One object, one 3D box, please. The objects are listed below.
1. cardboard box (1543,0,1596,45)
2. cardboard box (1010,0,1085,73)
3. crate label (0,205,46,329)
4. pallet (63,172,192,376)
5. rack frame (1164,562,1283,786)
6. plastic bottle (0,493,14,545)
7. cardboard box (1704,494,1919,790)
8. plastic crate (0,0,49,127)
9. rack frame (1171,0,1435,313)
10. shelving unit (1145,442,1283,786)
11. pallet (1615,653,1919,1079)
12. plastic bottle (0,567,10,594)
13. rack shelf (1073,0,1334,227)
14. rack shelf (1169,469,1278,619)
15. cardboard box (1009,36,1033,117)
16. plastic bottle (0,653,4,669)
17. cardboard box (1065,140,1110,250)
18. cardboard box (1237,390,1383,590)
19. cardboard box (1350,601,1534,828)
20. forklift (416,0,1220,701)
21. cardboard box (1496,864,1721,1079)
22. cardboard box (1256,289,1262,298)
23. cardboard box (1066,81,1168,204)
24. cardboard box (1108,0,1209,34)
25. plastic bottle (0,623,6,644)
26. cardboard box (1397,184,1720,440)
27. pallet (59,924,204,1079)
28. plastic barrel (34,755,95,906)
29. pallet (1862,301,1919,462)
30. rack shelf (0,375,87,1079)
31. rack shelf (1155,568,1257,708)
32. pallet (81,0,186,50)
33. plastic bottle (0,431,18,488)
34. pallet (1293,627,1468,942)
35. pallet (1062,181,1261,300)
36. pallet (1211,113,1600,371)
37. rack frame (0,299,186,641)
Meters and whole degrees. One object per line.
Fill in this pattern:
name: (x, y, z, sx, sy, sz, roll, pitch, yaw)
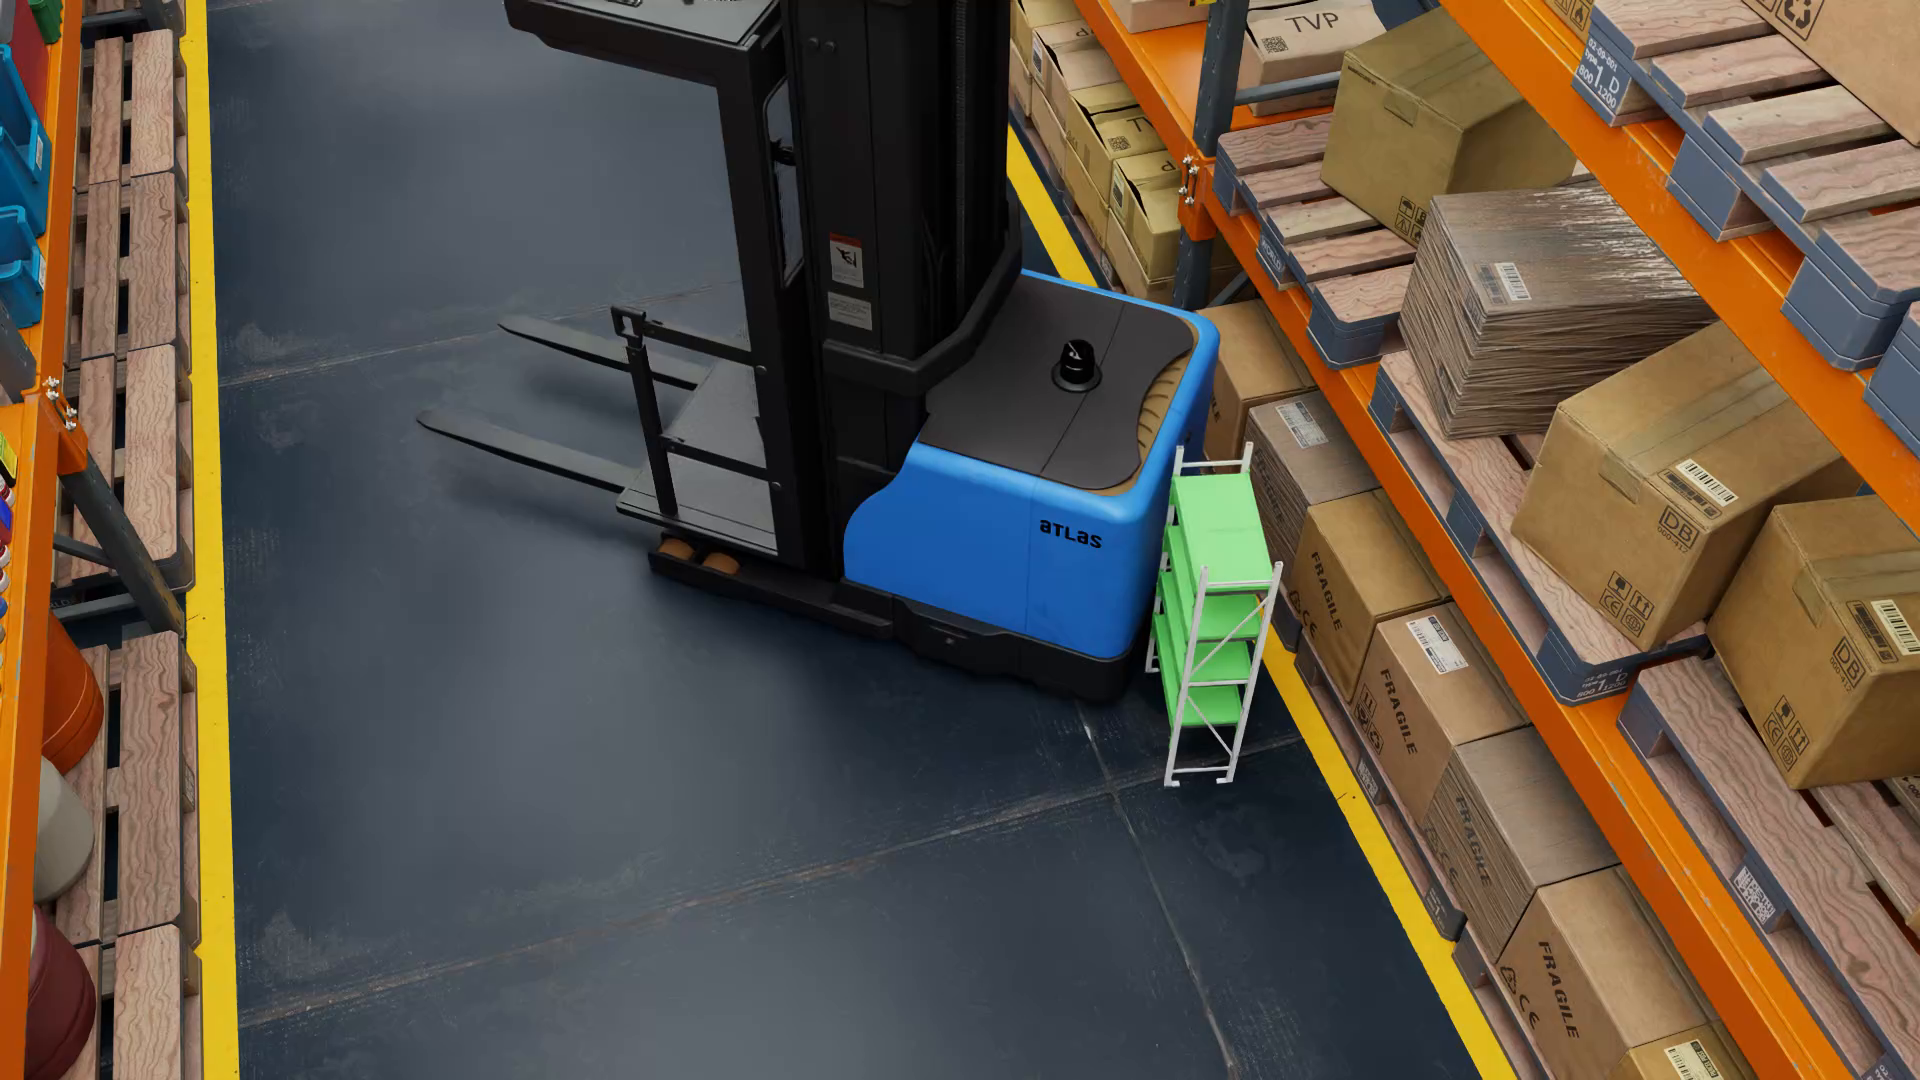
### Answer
cardboard box: (1.803, -1.579, 3.882, 0.910, 0.500, 0.500, -13, 51, -11)
cardboard box: (0.495, -2.514, 7.854, 0.500, 0.311, 0.500, -12, 51, -10)
crate label: (-3.162, -0.865, 5.416, 0.303, 0.233, 0.416, -13, 51, -11)
pallet: (-3.945, -1.091, 7.322, 1.003, 0.211, 1.213, -13, 51, -11)
rack frame: (0.834, 0.462, 5.365, 0.240, 1.200, 0.015, -3, 50, -2)
plastic bottle: (-2.800, -0.121, 4.756, 0.061, 0.283, 0.133, -13, 51, -11)
cardboard box: (2.330, 0.226, 4.047, 0.700, 0.500, 0.500, -6, 50, -5)
plastic crate: (-3.581, -1.796, 6.050, 0.402, 0.464, 0.583, -13, 51, -11)
rack frame: (1.337, -1.643, 5.963, 1.000, 3.000, 0.127, -13, 51, -11)
shelving unit: (0.817, 0.276, 5.522, 0.258, 1.200, 0.503, -3, 50, -2)
pallet: (2.388, 0.732, 4.086, 1.003, 0.211, 1.213, -13, 51, -11)
plastic bottle: (-2.755, 0.065, 4.653, 0.097, 0.201, 0.097, 0, 50, 0)
rack shelf: (0.746, -2.872, 7.470, 1.077, 0.370, 4.000, -13, 51, -11)
rack shelf: (0.817, 0.008, 5.204, 0.258, 0.148, 0.480, -3, 50, -2)
cardboard box: (0.492, -2.340, 8.074, 0.500, 0.250, 0.500, -12, 51, -10)
plastic bottle: (-2.668, 0.256, 4.446, 0.097, 0.271, 0.097, 0, 50, 0)
cardboard box: (0.793, -1.597, 7.448, 0.500, 0.250, 0.500, -14, 51, -11)
cardboard box: (1.359, -0.201, 6.095, 0.500, 0.500, 0.500, -15, 51, -12)
cardboard box: (1.662, 0.546, 5.464, 0.500, 0.500, 0.500, -15, 51, -12)
forklift: (-0.649, -1.095, 5.546, 3.031, 2.935, 1.130, 17, 52, 14)
cardboard box: (1.962, 1.283, 4.843, 0.500, 0.500, 0.500, -13, 51, -11)
cardboard box: (1.463, -1.341, 7.232, 0.500, 0.250, 0.500, -13, 51, -11)
cardboard box: (0.787, -1.778, 7.234, 0.500, 0.311, 0.500, -14, 51, -12)
cardboard box: (0.807, -2.157, 6.560, 0.380, 0.149, 0.250, -13, 51, -11)
plastic bottle: (-2.697, 0.207, 4.533, 0.097, 0.201, 0.097, 0, 50, 0)
cardboard box: (1.719, -0.665, 4.799, 0.700, 0.500, 0.500, -5, 50, -4)
pallet: (-2.765, 1.829, 4.860, 1.003, 0.211, 1.213, -13, 51, -11)
plastic barrel: (-2.982, 0.886, 5.183, 0.421, 0.512, 0.421, 0, 50, 0)
pallet: (2.395, -0.120, 2.840, 1.213, 0.211, 1.003, -13, 51, -11)
rack shelf: (-2.804, 1.167, 4.065, 1.077, 0.370, 4.000, -13, 51, -11)
rack shelf: (0.817, 0.318, 5.571, 0.258, 0.148, 0.480, -3, 50, -2)
pallet: (-4.737, -3.049, 8.972, 1.003, 0.211, 1.213, -13, 51, -11)
plastic bottle: (-2.868, -0.289, 4.898, 0.061, 0.283, 0.133, -13, 51, -11)
pallet: (1.879, 0.699, 5.813, 1.003, 0.211, 1.213, -13, 51, -11)
pallet: (1.131, -1.355, 7.544, 1.003, 0.211, 1.213, -13, 51, -11)
pallet: (1.605, -1.102, 5.633, 1.213, 0.211, 1.003, -13, 51, -11)
rack frame: (-3.395, -0.526, 5.021, 1.000, 3.000, 0.127, -13, 51, -11)
